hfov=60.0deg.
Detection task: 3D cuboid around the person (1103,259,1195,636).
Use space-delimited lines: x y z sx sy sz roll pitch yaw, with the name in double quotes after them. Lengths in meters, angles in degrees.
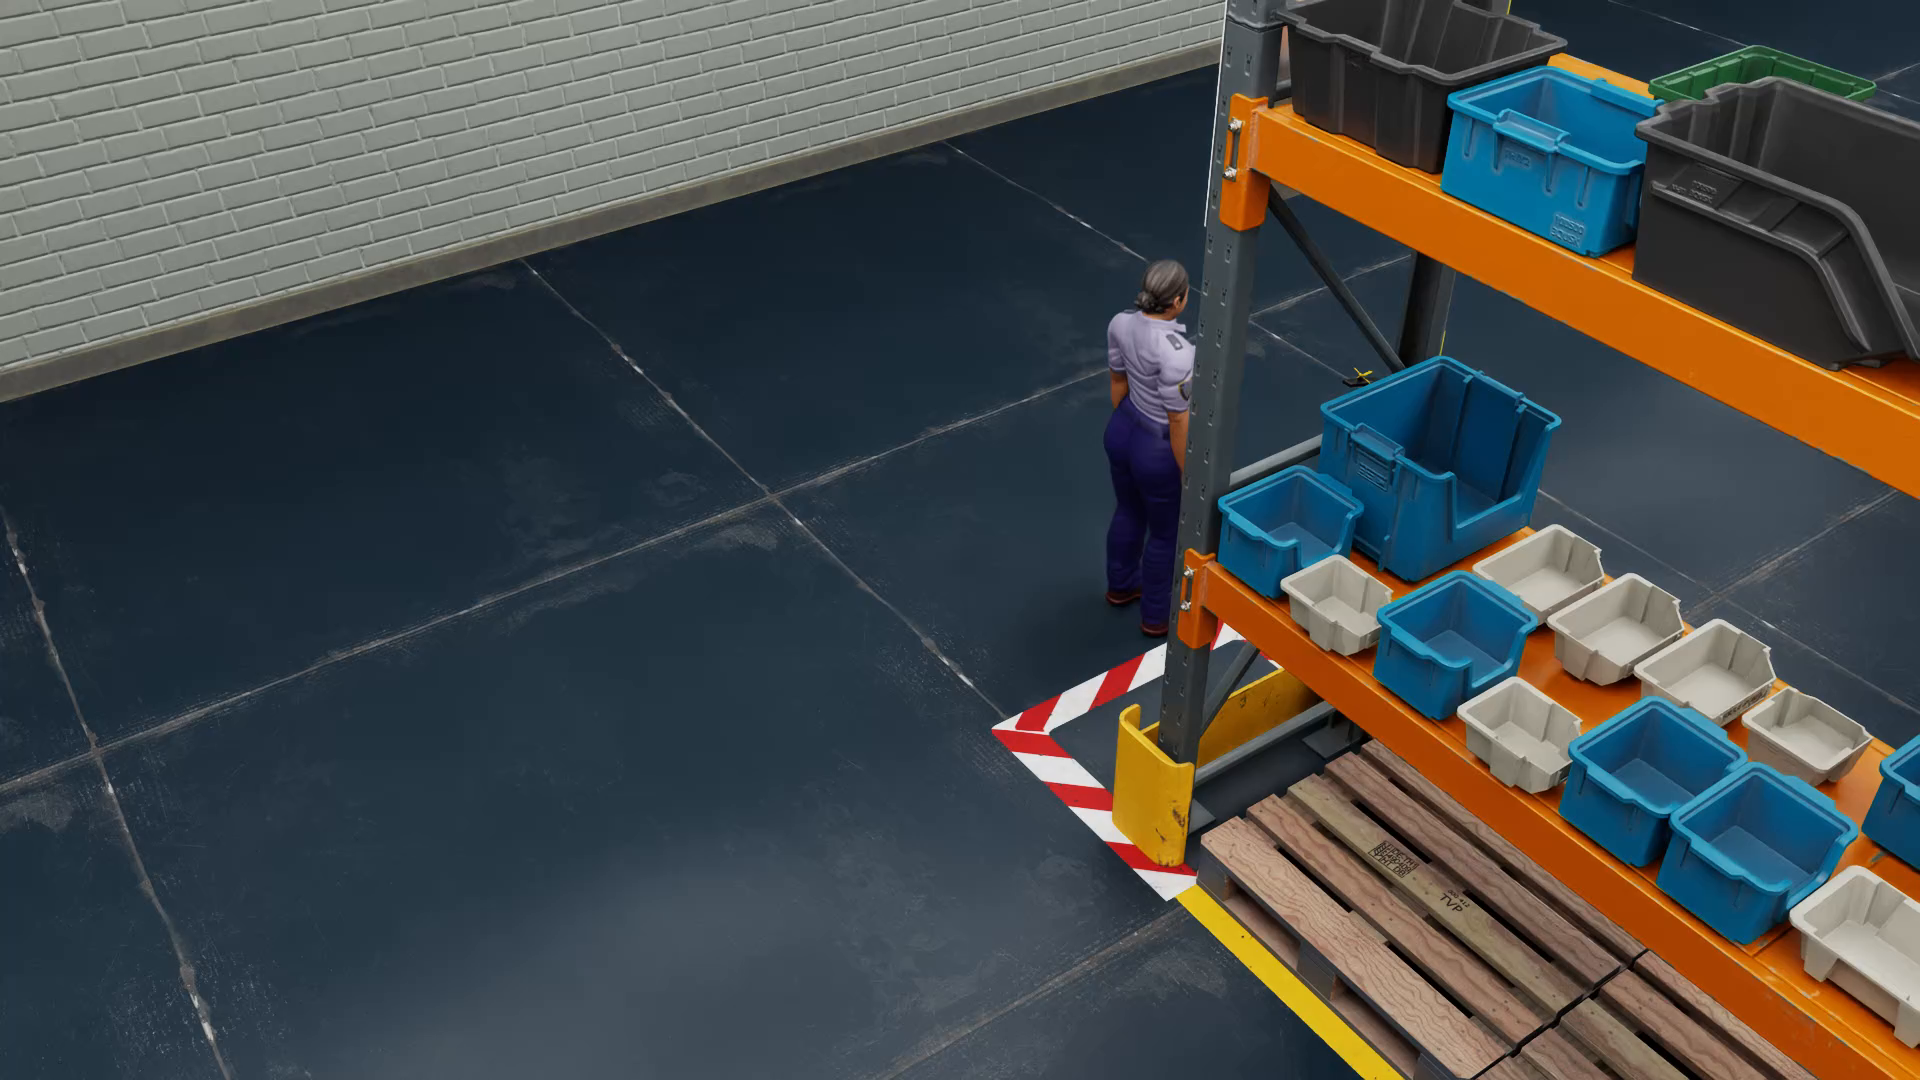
0.787 -0.372 6.654 0.368 1.663 0.478 -20 41 -24 "person"
